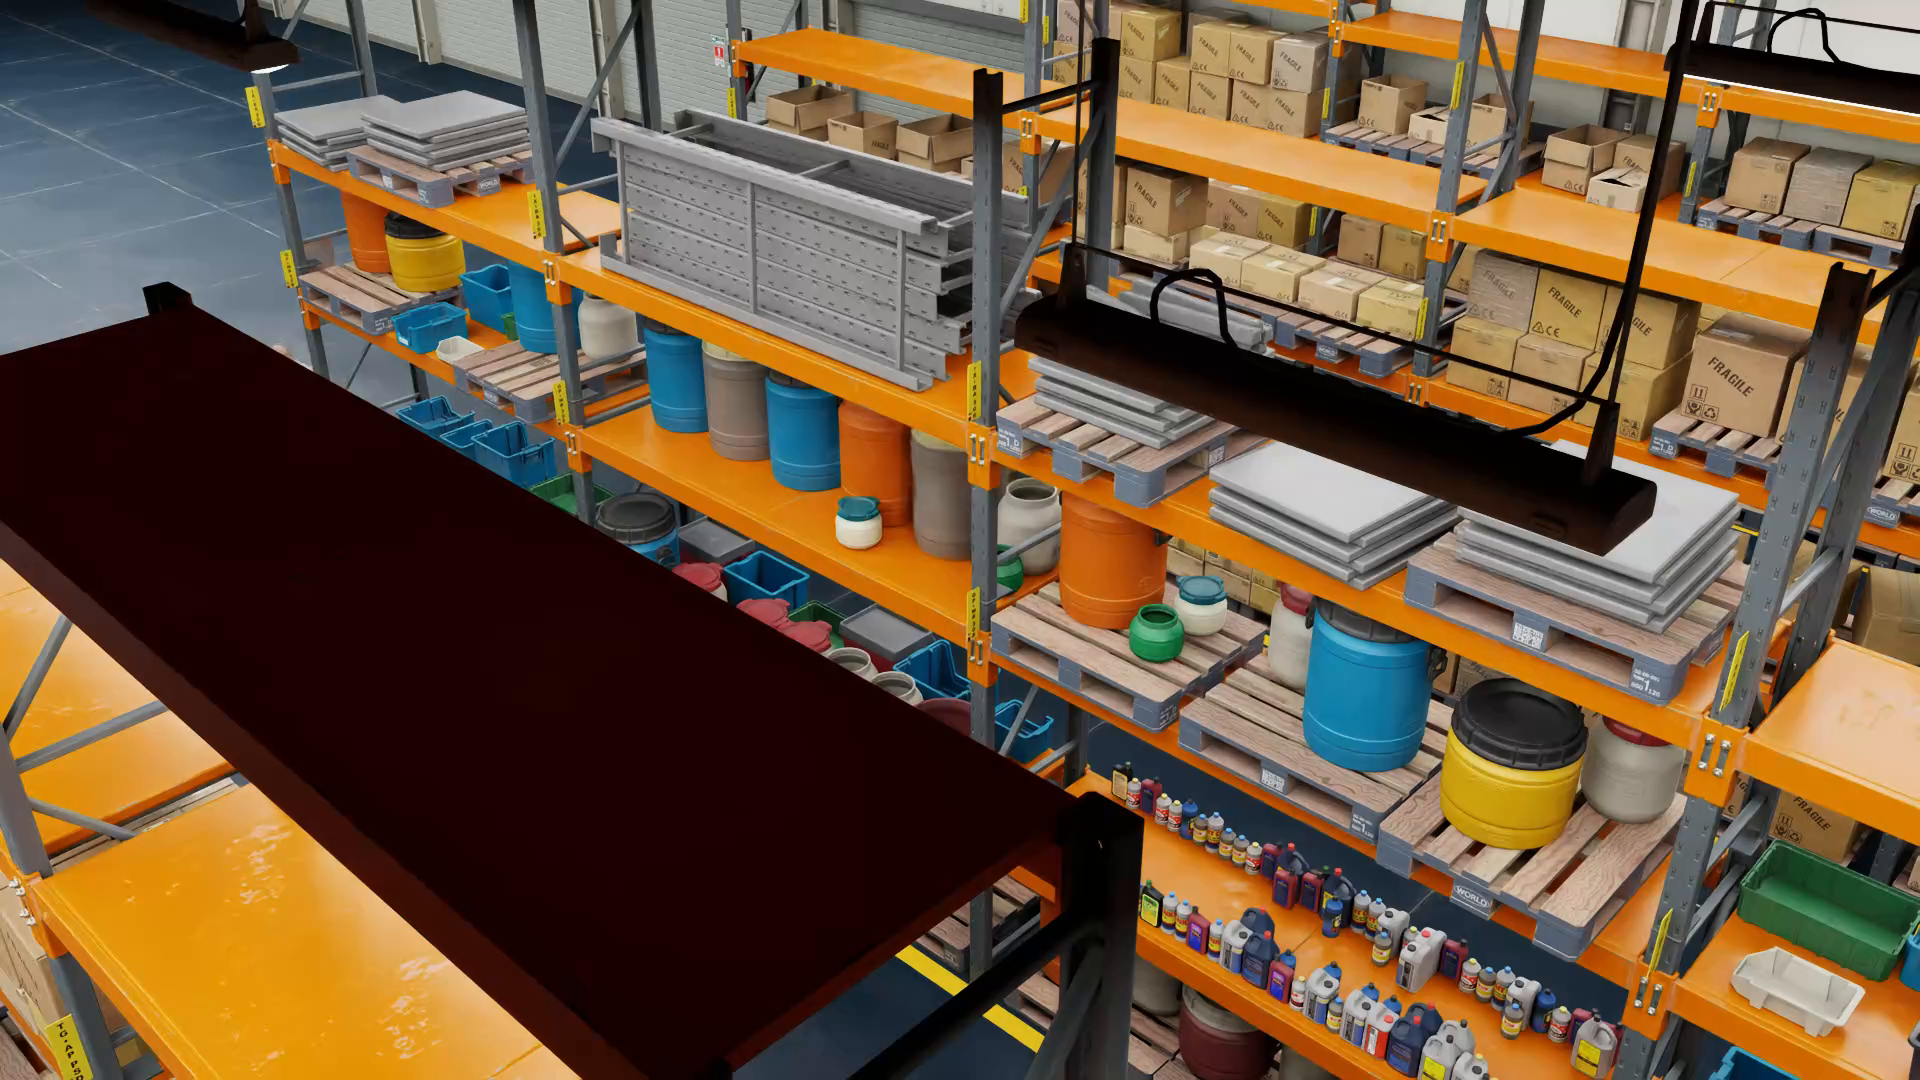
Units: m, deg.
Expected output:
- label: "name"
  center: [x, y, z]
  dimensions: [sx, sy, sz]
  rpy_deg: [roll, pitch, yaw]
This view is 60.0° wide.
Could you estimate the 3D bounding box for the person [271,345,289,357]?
- label: "person"
  center: [-6.590, -1.058, 16.423]
  dimensions: [0.646, 1.665, 0.925]
  rpy_deg: [7, 30, 12]
